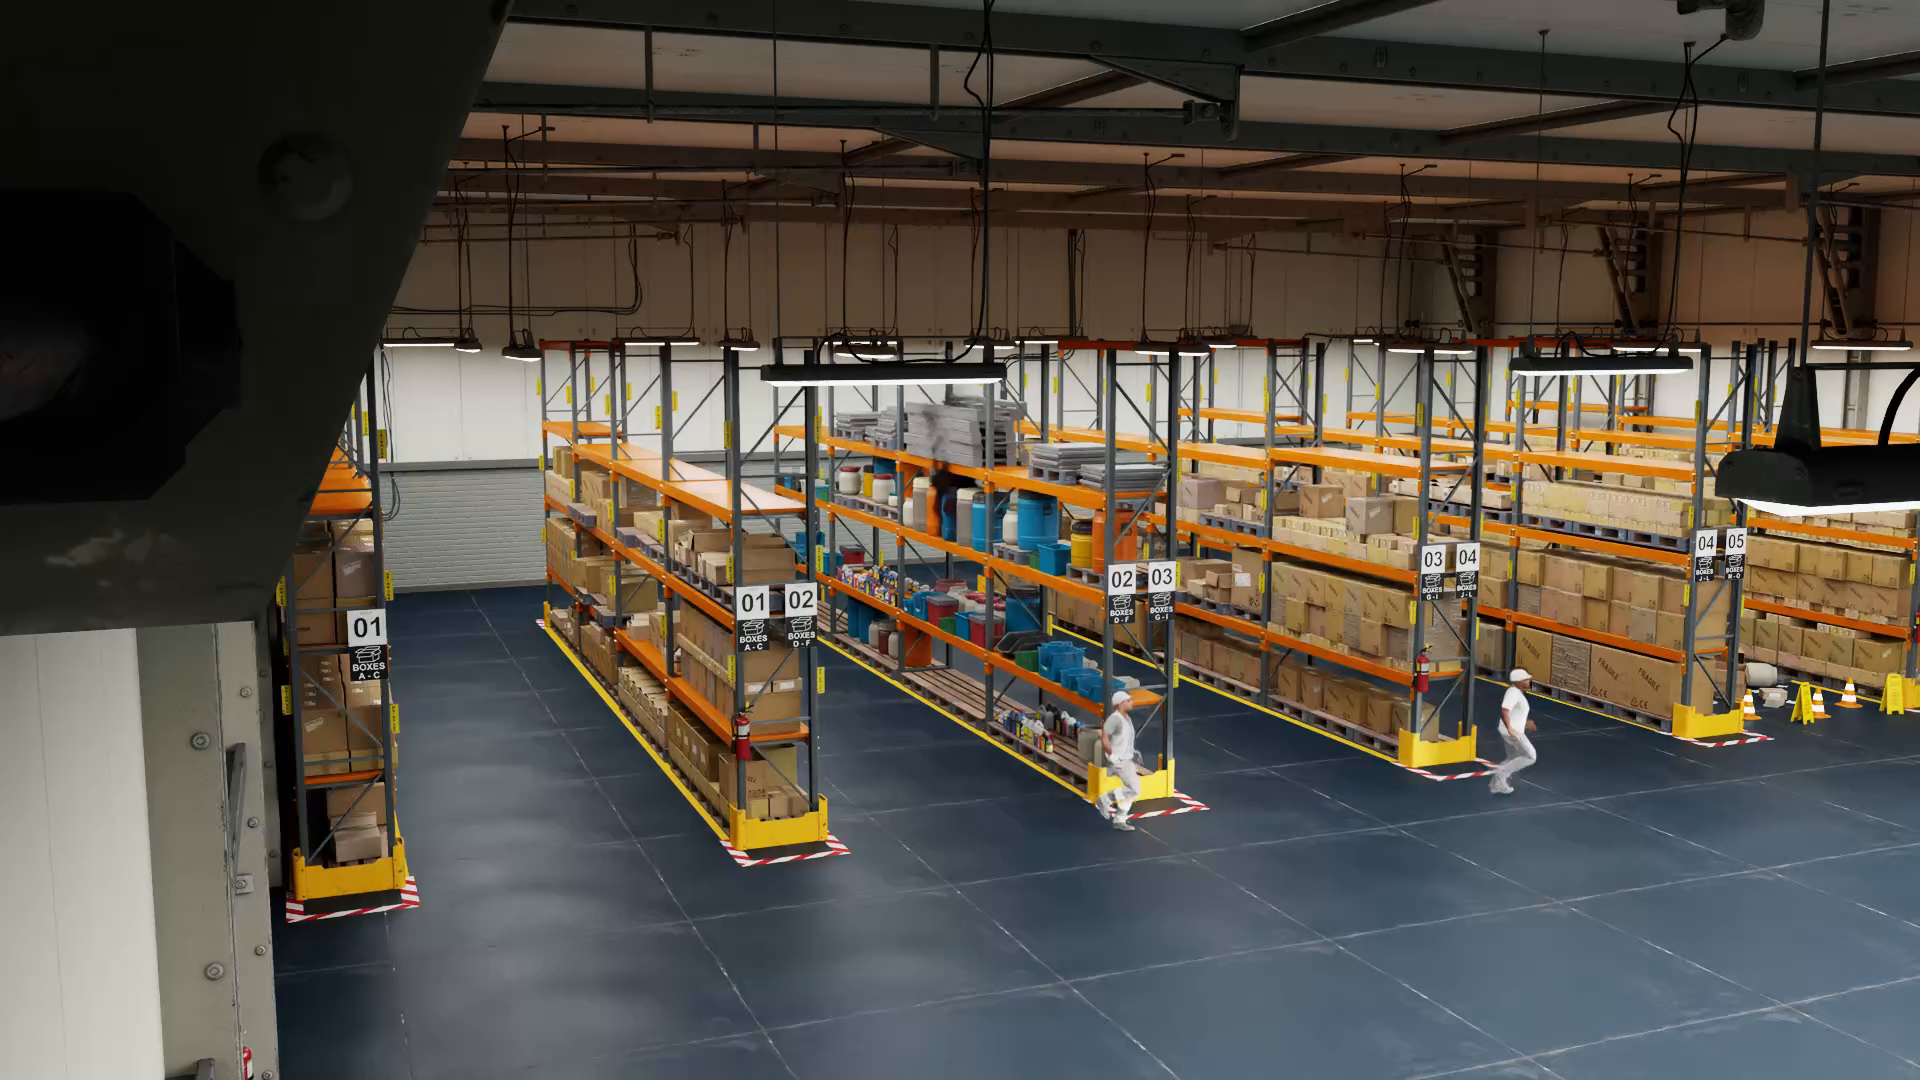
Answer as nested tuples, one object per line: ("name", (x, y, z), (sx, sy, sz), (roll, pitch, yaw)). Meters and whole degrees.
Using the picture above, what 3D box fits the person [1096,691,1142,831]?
("person", (2.048, 2.764, 20.983), (0.555, 1.708, 0.711), (3, 8, 21))

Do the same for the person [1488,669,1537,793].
("person", (7.481, 2.575, 22.443), (0.627, 1.690, 0.645), (1, 8, 9))

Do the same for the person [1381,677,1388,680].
("person", (7.646, 1.683, 29.802), (0.615, 1.606, 0.625), (-3, 8, -23))
